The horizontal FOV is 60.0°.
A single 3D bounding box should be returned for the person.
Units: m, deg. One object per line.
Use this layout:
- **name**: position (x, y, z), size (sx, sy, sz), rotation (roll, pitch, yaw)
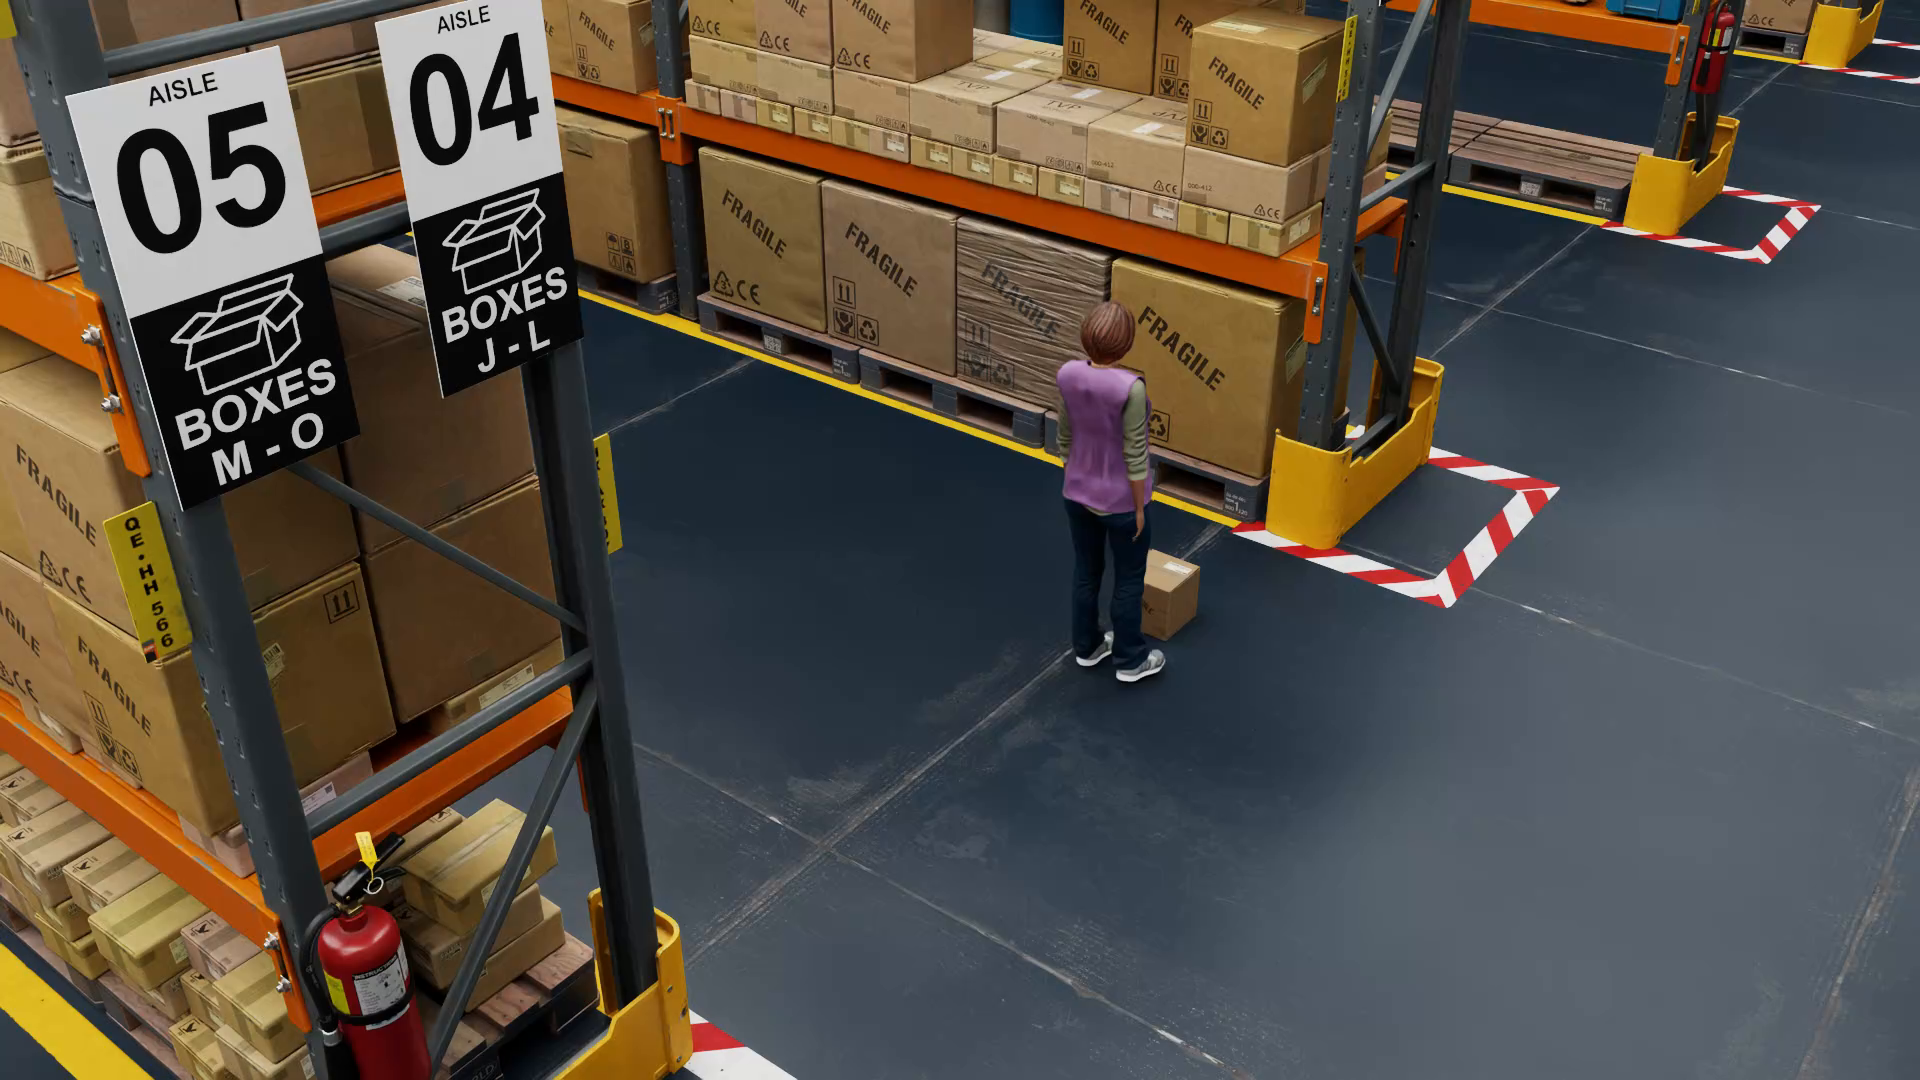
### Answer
- **person**: position (0.580, -0.170, 6.409), size (0.439, 1.601, 0.375), rotation (21, 37, 31)
